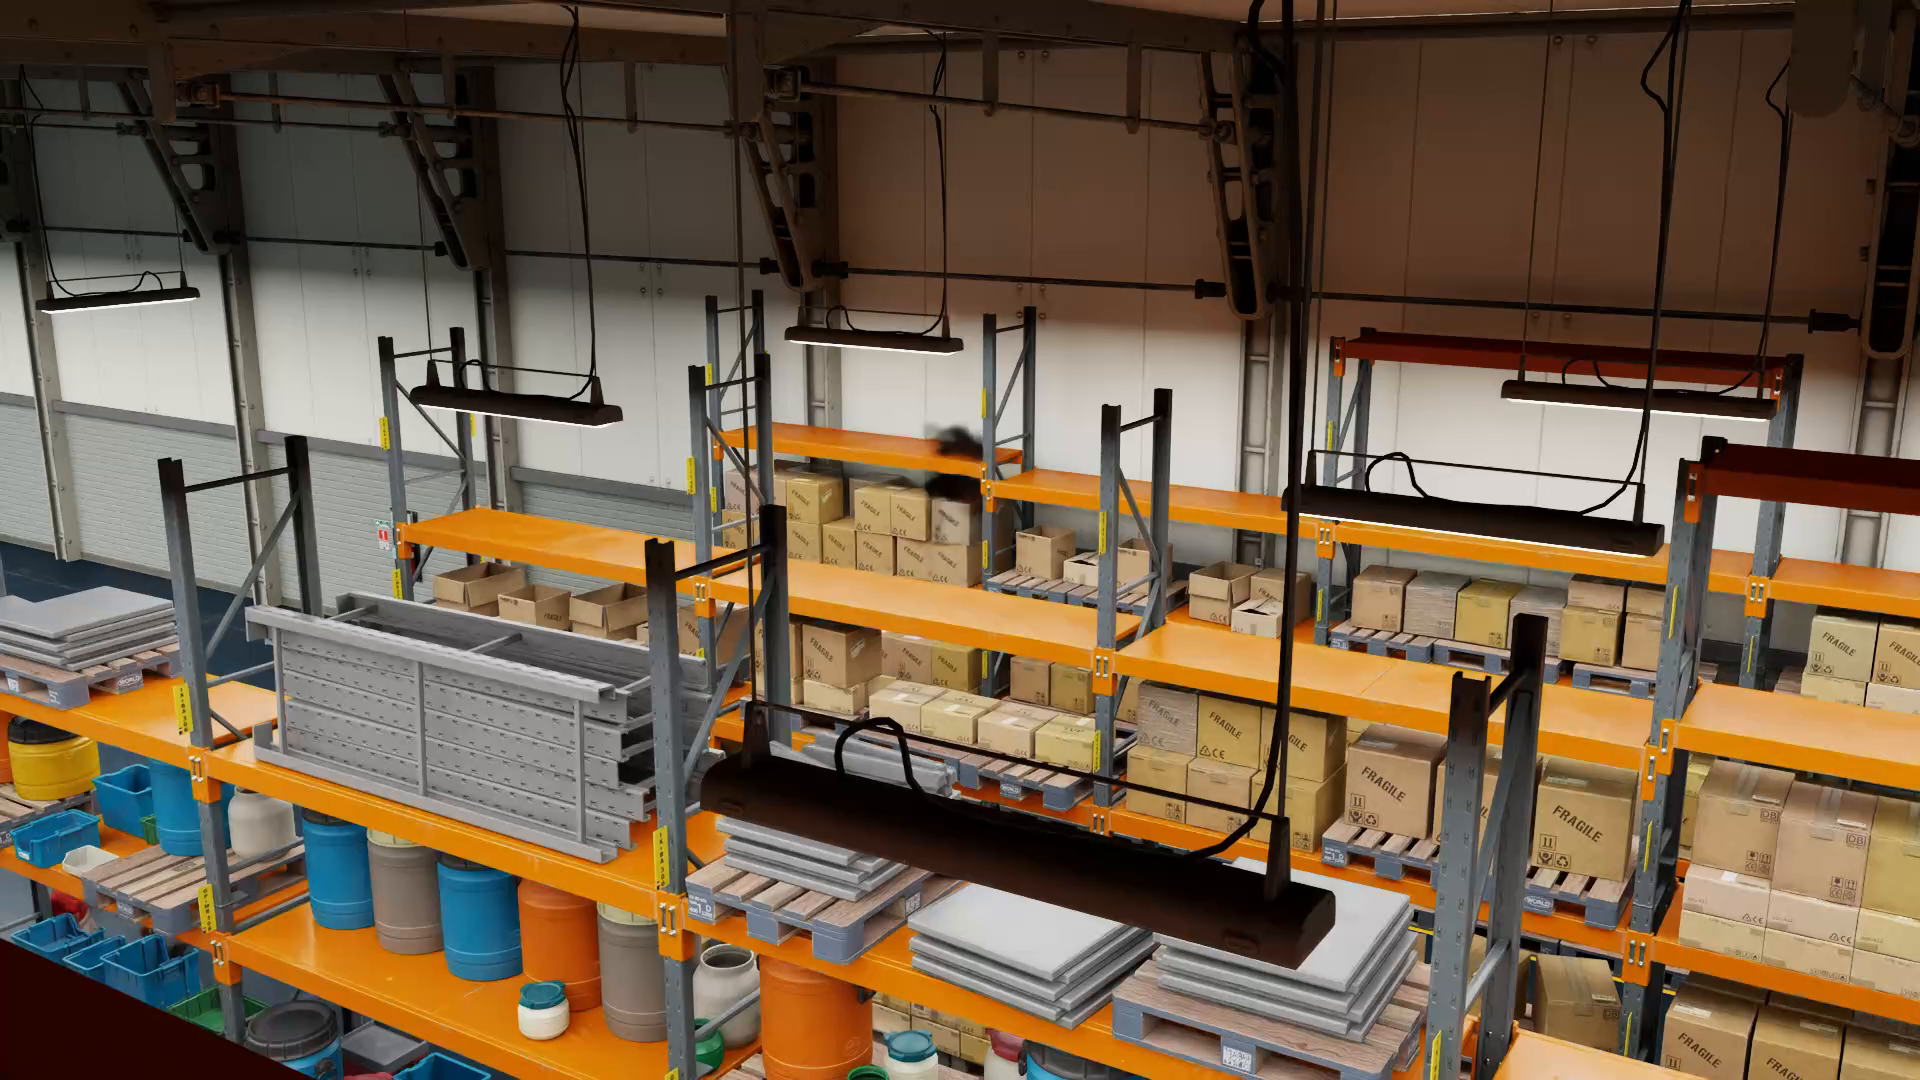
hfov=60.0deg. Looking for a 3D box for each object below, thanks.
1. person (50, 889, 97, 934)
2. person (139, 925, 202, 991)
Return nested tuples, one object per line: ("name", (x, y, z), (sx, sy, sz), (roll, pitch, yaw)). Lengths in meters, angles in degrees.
("person", (-8.041, 3.612, 15.219), (0.608, 1.704, 0.692), (-3, 14, -12))
("person", (-7.200, 3.654, 15.161), (0.598, 1.633, 0.612), (8, 16, 29))
